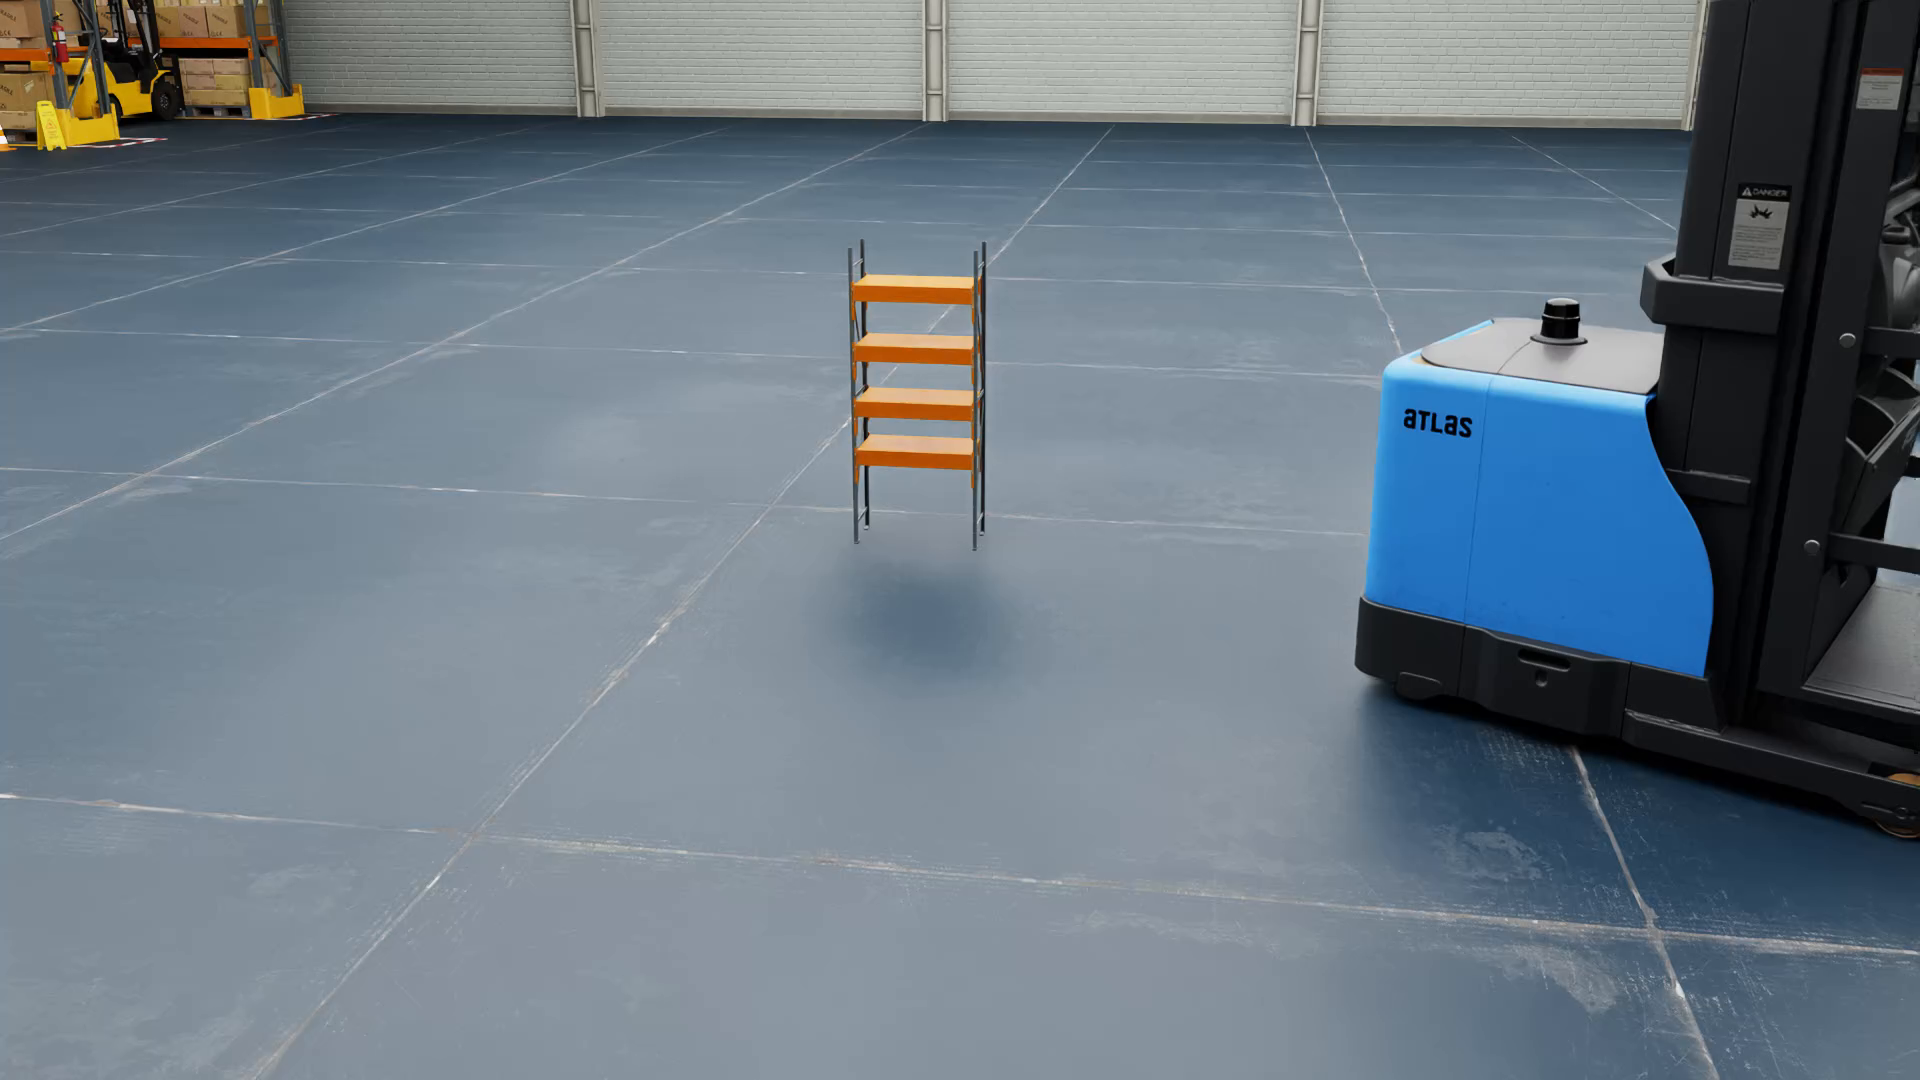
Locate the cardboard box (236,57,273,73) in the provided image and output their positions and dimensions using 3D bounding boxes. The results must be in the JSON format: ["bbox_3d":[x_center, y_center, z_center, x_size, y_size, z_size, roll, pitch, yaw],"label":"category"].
[{"bbox_3d":[-12.150,-8.142,28.505,0.500,0.250,0.500,3,19,8],"label":"cardboard box"}]

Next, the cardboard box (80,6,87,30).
[{"bbox_3d":[-14.741,-8.812,28.256,0.500,0.500,0.500,3,19,10],"label":"cardboard box"}]

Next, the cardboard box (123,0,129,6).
[{"bbox_3d":[-13.858,-9.063,27.981,0.250,0.149,0.380,3,19,8],"label":"cardboard box"}]

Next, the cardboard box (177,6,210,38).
[{"bbox_3d":[-12.744,-8.708,27.943,0.500,0.500,0.500,4,19,10],"label":"cardboard box"}]

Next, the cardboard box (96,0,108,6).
[{"bbox_3d":[-14.373,-9.080,28.035,0.250,0.149,0.380,3,19,8],"label":"cardboard box"}]

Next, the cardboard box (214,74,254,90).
[{"bbox_3d":[-12.235,-7.748,28.115,0.500,0.250,0.500,3,19,8],"label":"cardboard box"}]

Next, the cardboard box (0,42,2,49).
[{"bbox_3d":[-13.410,-6.964,23.285,0.250,0.149,0.380,3,19,8],"label":"cardboard box"}]

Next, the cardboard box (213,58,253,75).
[{"bbox_3d":[-12.209,-7.984,28.032,0.500,0.250,0.500,4,19,10],"label":"cardboard box"}]

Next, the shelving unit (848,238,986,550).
[{"bbox_3d":[-0.163,-0.577,6.638,0.503,1.200,0.258,3,19,9],"label":"shelving unit"}]

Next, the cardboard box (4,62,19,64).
[{"bbox_3d":[-16.937,-8.027,29.148,0.625,0.625,0.875,3,19,8],"label":"cardboard box"}]

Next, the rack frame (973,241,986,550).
[{"bbox_3d":[0.077,-0.565,6.601,0.015,1.200,0.240,3,19,9],"label":"rack frame"}]

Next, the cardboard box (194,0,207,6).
[{"bbox_3d":[-12.596,-9.009,27.822,0.250,0.149,0.380,3,19,10],"label":"cardboard box"}]

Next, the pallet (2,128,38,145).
[{"bbox_3d":[-13.360,-5.867,24.005,1.213,0.211,1.003,3,19,9],"label":"pallet"}]

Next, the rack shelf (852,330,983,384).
[{"bbox_3d":[-0.163,-0.726,6.588,0.480,0.148,0.258,3,19,9],"label":"rack shelf"}]

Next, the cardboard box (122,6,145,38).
[{"bbox_3d":[-13.748,-8.755,28.085,0.500,0.500,0.500,3,19,9],"label":"cardboard box"}]

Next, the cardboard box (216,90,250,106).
[{"bbox_3d":[-12.219,-7.509,28.189,0.500,0.250,0.500,3,19,9],"label":"cardboard box"}]

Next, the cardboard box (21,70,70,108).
[{"bbox_3d":[-13.265,-6.513,24.030,0.500,0.500,0.500,2,19,7],"label":"cardboard box"}]

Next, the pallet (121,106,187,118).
[{"bbox_3d":[-13.668,-7.454,28.748,1.213,0.211,1.003,3,19,9],"label":"pallet"}]

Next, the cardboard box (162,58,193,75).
[{"bbox_3d":[-13.214,-8.030,28.170,0.500,0.250,0.500,3,19,9],"label":"cardboard box"}]

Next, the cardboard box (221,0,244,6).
[{"bbox_3d":[-12.092,-8.974,27.715,0.250,0.149,0.380,3,19,9],"label":"cardboard box"}]

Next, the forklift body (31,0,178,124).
[{"bbox_3d":[-13.867,-7.810,26.756,1.214,2.155,2.313,3,19,9],"label":"forklift body"}]

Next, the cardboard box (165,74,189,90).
[{"bbox_3d":[-13.242,-7.796,28.258,0.500,0.250,0.500,2,19,7],"label":"cardboard box"}]

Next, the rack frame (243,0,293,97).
[{"bbox_3d":[-11.705,-8.689,28.044,0.127,3.000,1.000,3,19,9],"label":"rack frame"}]

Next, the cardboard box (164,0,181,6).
[{"bbox_3d":[-13.110,-9.024,27.866,0.250,0.149,0.380,2,19,7],"label":"cardboard box"}]

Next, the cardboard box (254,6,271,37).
[{"bbox_3d":[-12.150,-8.848,28.363,0.500,0.500,0.500,4,19,10],"label":"cardboard box"}]

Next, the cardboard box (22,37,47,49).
[{"bbox_3d":[-12.892,-6.966,23.292,0.250,0.149,0.380,4,19,10],"label":"cardboard box"}]

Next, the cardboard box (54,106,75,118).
[{"bbox_3d":[-13.241,-6.156,24.146,0.500,0.250,0.500,3,19,8],"label":"cardboard box"}]

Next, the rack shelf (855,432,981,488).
[{"bbox_3d":[-0.163,-0.325,6.722,0.480,0.148,0.258,3,19,9],"label":"rack shelf"}]

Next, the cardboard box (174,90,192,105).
[{"bbox_3d":[-13.201,-7.565,28.356,0.500,0.250,0.500,3,19,9],"label":"cardboard box"}]

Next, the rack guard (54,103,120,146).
[{"bbox_3d":[-12.564,-5.952,23.804,0.348,0.500,1.175,3,19,9],"label":"rack guard"}]

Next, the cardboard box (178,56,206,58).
[{"bbox_3d":[-13.136,-8.194,28.662,0.500,0.250,0.500,3,19,8],"label":"cardboard box"}]

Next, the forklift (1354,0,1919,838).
[{"bbox_3d":[2.755,-0.750,4.426,3.031,2.935,1.130,13,23,35],"label":"forklift"}]

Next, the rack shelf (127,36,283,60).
[{"bbox_3d":[-13.680,-8.448,28.459,4.000,0.370,1.077,3,19,9],"label":"rack shelf"}]

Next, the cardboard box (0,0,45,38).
[{"bbox_3d":[-13.068,-7.263,23.156,0.500,0.500,0.500,3,19,8],"label":"cardboard box"}]

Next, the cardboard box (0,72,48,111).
[{"bbox_3d":[-13.321,-6.343,23.523,0.500,0.500,0.500,3,19,9],"label":"cardboard box"}]

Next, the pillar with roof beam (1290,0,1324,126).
[{"bbox_3d":[4.840,-9.597,21.302,0.400,9.000,9.100,3,19,9],"label":"pillar with roof beam"}]

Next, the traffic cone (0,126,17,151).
[{"bbox_3d":[-13.118,-5.548,22.655,0.334,0.463,0.336,3,19,9],"label":"traffic cone"}]

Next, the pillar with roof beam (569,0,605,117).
[{"bbox_3d":[-7.009,-10.201,23.107,0.400,9.000,9.100,3,19,9],"label":"pillar with roof beam"}]
